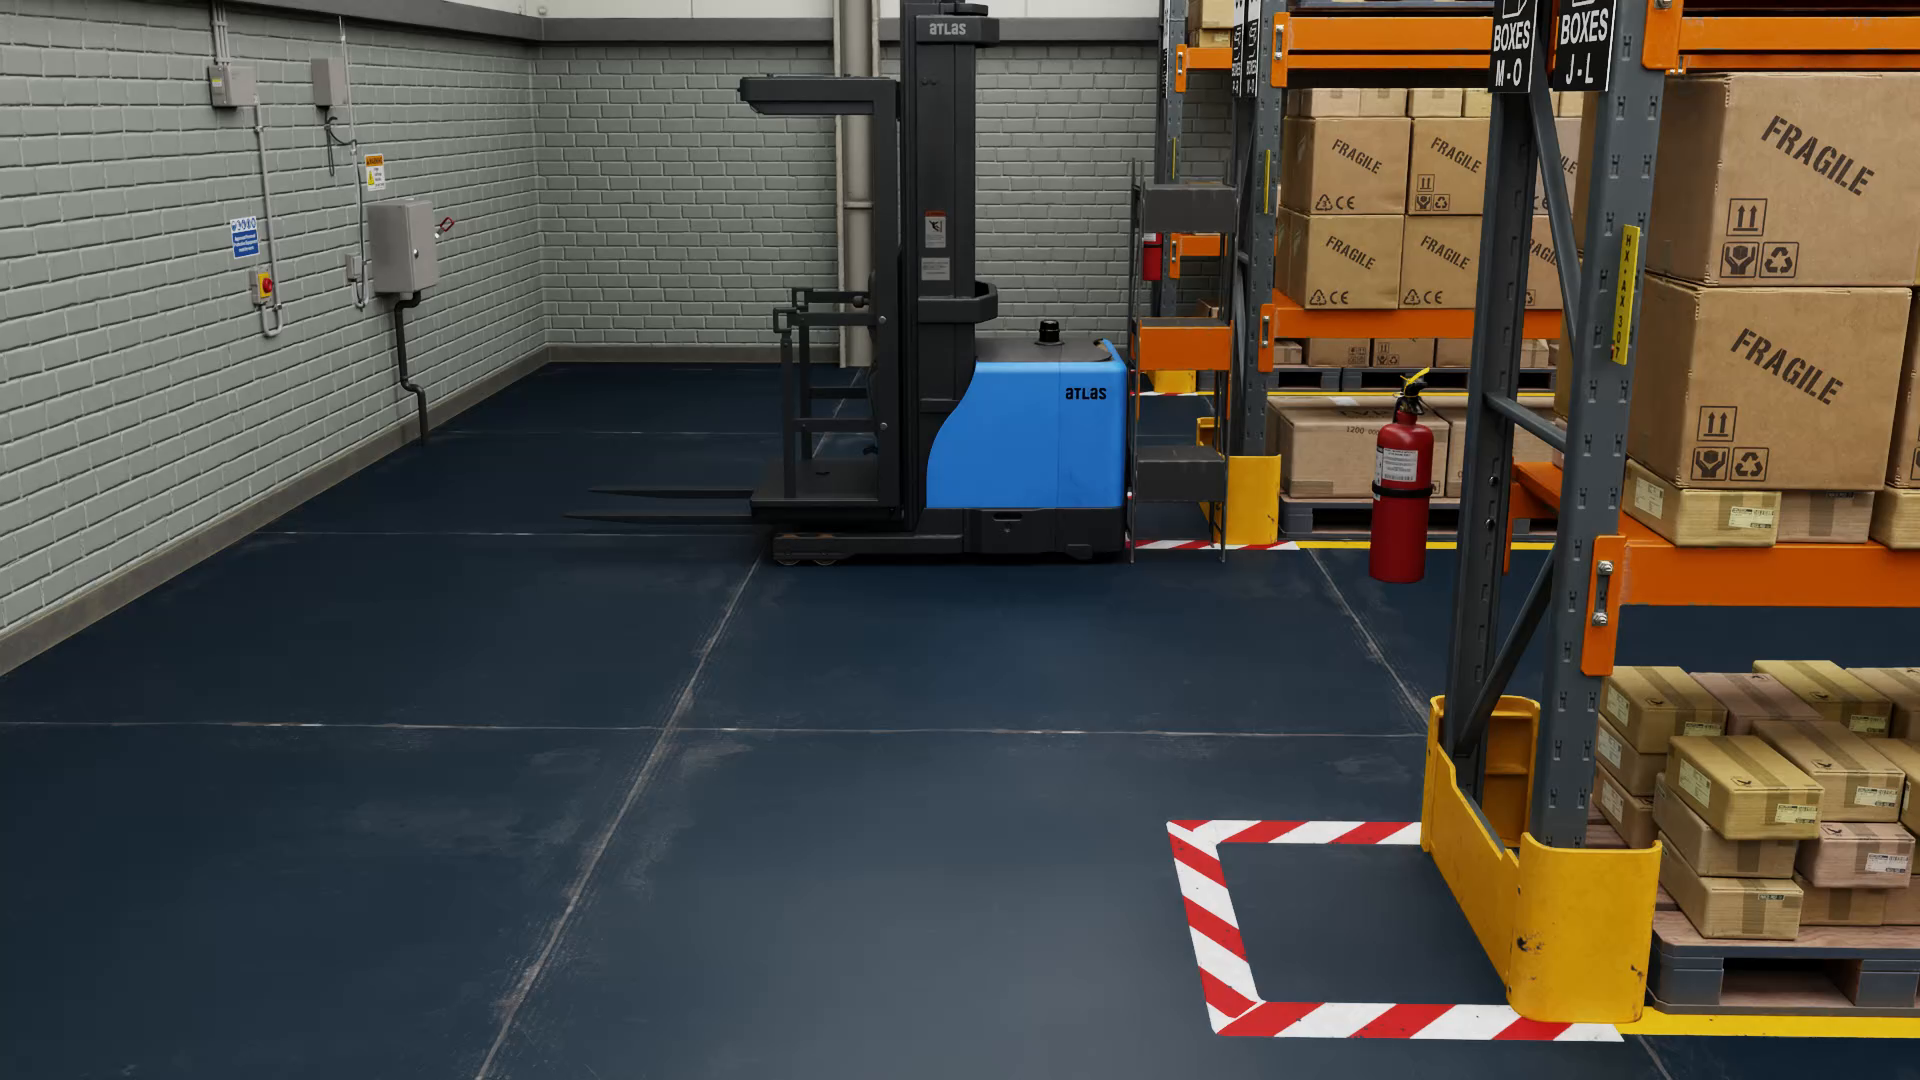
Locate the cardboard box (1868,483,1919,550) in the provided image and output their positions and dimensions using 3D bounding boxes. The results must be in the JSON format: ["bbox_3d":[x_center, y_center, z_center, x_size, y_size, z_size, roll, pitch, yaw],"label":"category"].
[{"bbox_3d":[2.448,-0.095,4.312,0.250,0.149,0.380,0,15,0],"label":"cardboard box"}]

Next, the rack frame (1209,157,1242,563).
[{"bbox_3d":[1.400,-0.942,8.793,0.015,2.100,0.400,0,15,-1],"label":"rack frame"}]

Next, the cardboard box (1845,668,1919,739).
[{"bbox_3d":[2.915,0.521,5.083,0.250,0.149,0.380,0,15,-1],"label":"cardboard box"}]

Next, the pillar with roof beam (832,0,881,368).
[{"bbox_3d":[-1.024,-4.888,10.226,0.400,9.000,9.100,0,15,1],"label":"pillar with roof beam"}]

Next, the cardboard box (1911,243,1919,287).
[{"bbox_3d":[2.556,-0.912,4.177,0.500,0.500,0.500,1,15,3],"label":"cardboard box"}]

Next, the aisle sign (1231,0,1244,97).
[{"bbox_3d":[1.571,-2.908,9.387,0.004,0.787,0.394,0,15,1],"label":"aisle sign"}]

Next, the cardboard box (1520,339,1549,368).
[{"bbox_3d":[4.836,-1.624,14.150,0.258,0.266,0.396,1,15,3],"label":"cardboard box"}]

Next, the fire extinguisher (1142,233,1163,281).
[{"bbox_3d":[1.599,-2.503,13.829,0.183,0.674,0.296,0,15,1],"label":"fire extinguisher"}]

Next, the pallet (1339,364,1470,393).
[{"bbox_3d":[3.848,-1.475,14.517,1.213,0.211,1.003,0,15,1],"label":"pallet"}]

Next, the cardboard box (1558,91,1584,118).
[{"bbox_3d":[3.280,-2.332,8.871,0.250,0.149,0.380,1,15,2],"label":"cardboard box"}]

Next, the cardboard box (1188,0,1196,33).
[{"bbox_3d":[2.210,-4.426,14.065,0.500,0.250,0.500,0,15,0],"label":"cardboard box"}]

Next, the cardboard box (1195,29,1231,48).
[{"bbox_3d":[2.071,-4.105,13.631,0.250,0.149,0.380,1,15,3],"label":"cardboard box"}]

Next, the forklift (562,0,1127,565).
[{"bbox_3d":[-0.630,-1.417,8.966,3.031,2.935,1.130,0,15,0],"label":"forklift"}]

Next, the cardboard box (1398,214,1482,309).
[{"bbox_3d":[2.614,-1.547,9.129,0.500,0.500,0.500,0,15,1],"label":"cardboard box"}]

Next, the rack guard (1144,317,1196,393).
[{"bbox_3d":[1.834,-1.628,14.532,0.348,0.500,1.175,0,15,1],"label":"rack guard"}]

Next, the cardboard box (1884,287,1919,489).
[{"bbox_3d":[2.587,-0.430,4.312,0.500,0.500,0.500,0,15,2],"label":"cardboard box"}]

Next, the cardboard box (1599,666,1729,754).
[{"bbox_3d":[2.146,0.518,5.096,0.250,0.149,0.380,1,15,2],"label":"cardboard box"}]

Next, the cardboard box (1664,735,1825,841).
[{"bbox_3d":[2.125,0.669,4.522,0.250,0.149,0.380,0,15,-1],"label":"cardboard box"}]

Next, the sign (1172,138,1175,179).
[{"bbox_3d":[1.745,-3.118,13.580,0.005,0.325,0.100,0,15,1],"label":"sign"}]

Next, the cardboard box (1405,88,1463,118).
[{"bbox_3d":[2.504,-2.330,8.862,0.250,0.149,0.380,1,15,3],"label":"cardboard box"}]

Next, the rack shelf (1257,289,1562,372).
[{"bbox_3d":[3.635,-1.211,9.459,4.000,0.370,1.077,0,15,1],"label":"rack shelf"}]

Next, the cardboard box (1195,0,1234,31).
[{"bbox_3d":[2.195,-4.287,13.538,0.500,0.250,0.500,0,15,1],"label":"cardboard box"}]

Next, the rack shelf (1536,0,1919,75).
[{"bbox_3d":[3.609,-1.398,4.289,4.000,0.370,1.077,0,15,1],"label":"rack shelf"}]

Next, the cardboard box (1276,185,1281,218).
[{"bbox_3d":[2.709,-2.834,13.912,0.500,0.250,0.500,1,15,2],"label":"cardboard box"}]

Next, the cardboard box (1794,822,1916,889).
[{"bbox_3d":[2.399,0.808,4.579,0.250,0.149,0.380,0,15,1],"label":"cardboard box"}]

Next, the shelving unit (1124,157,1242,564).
[{"bbox_3d":[1.156,-0.940,8.787,0.503,2.100,0.431,0,15,-1],"label":"shelving unit"}]

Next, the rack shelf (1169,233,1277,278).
[{"bbox_3d":[3.758,-2.477,14.257,4.000,0.370,1.077,0,15,1],"label":"rack shelf"}]

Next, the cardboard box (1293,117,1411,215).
[{"bbox_3d":[2.108,-2.028,8.989,0.500,0.500,0.500,0,15,0],"label":"cardboard box"}]

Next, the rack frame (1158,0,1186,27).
[{"bbox_3d":[1.758,-5.738,13.449,0.127,3.000,1.000,0,15,1],"label":"rack frame"}]

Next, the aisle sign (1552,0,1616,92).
[{"bbox_3d":[1.529,-1.490,4.010,0.004,0.787,0.394,0,15,1],"label":"aisle sign"}]

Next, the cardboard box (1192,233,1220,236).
[{"bbox_3d":[2.080,-2.644,13.973,0.250,0.149,0.380,0,15,1],"label":"cardboard box"}]

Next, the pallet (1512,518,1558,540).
[{"bbox_3d":[3.653,-0.229,9.796,1.213,0.211,1.003,0,15,1],"label":"pallet"}]

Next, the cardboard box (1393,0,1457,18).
[{"bbox_3d":[3.733,-4.284,13.530,0.500,0.250,0.500,0,15,1],"label":"cardboard box"}]

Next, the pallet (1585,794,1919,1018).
[{"bbox_3d":[2.497,1.055,4.929,1.213,0.211,1.003,0,15,1],"label":"pallet"}]

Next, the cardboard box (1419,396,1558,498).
[{"bbox_3d":[3.213,-0.553,9.756,0.875,0.438,0.875,1,15,3],"label":"cardboard box"}]

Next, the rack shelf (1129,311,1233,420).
[{"bbox_3d":[1.156,-0.927,8.791,0.480,0.518,0.431,0,15,-1],"label":"rack shelf"}]

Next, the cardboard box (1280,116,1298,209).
[{"bbox_3d":[2.123,-2.161,9.495,0.500,0.500,0.500,1,15,3],"label":"cardboard box"}]

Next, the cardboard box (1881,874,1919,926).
[{"bbox_3d":[2.638,0.933,4.691,0.250,0.149,0.380,1,15,2],"label":"cardboard box"}]

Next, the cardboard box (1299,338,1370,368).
[{"bbox_3d":[3.221,-1.788,14.315,0.500,0.500,0.700,1,15,4],"label":"cardboard box"}]

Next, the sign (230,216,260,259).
[{"bbox_3d":[-4.065,-1.721,9.454,0.001,0.218,0.327,0,15,1],"label":"sign"}]
